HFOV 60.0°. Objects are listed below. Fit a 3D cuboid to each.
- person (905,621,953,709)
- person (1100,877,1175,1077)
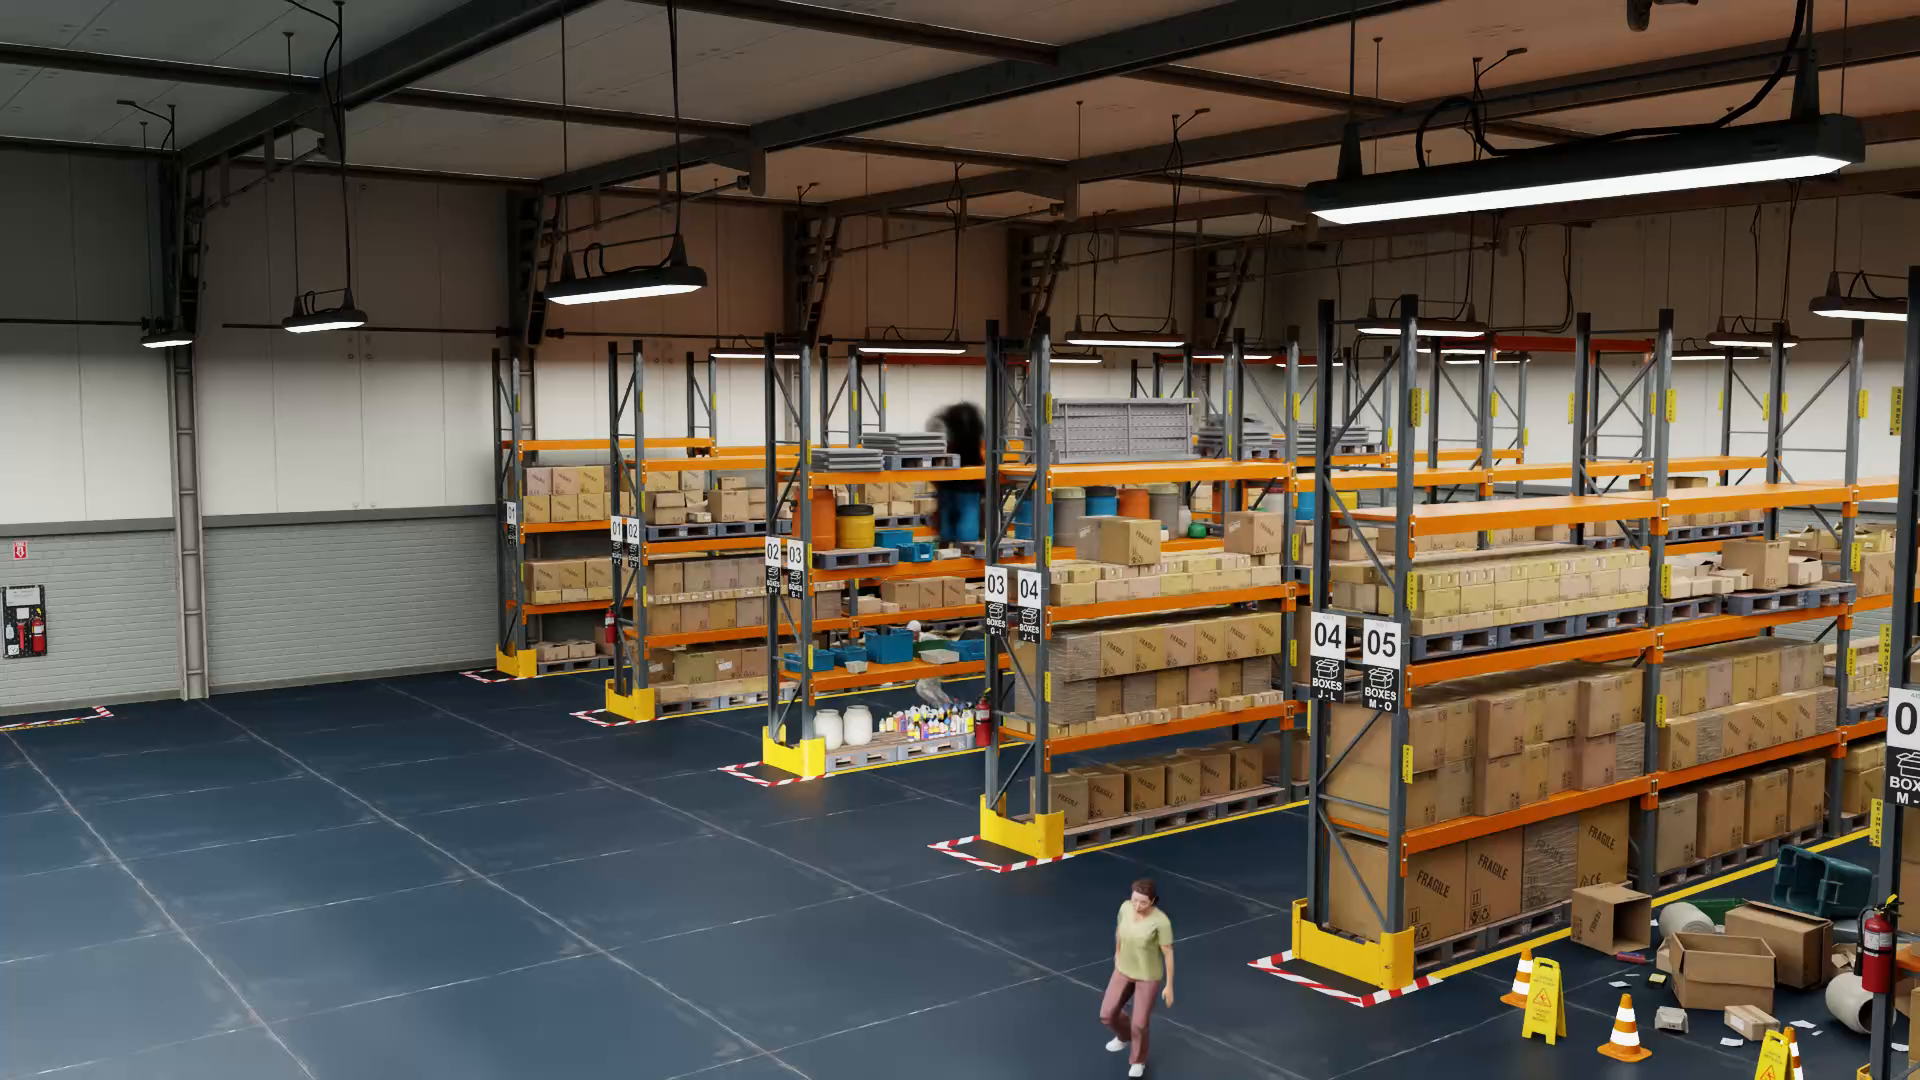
[{"bbox_3d":[-0.460,2.060,26.065,0.946,1.621,0.715,-2,5,-21],"label":"person"},{"bbox_3d":[1.362,3.259,12.534,0.700,1.596,0.597,3,6,34],"label":"person"}]
